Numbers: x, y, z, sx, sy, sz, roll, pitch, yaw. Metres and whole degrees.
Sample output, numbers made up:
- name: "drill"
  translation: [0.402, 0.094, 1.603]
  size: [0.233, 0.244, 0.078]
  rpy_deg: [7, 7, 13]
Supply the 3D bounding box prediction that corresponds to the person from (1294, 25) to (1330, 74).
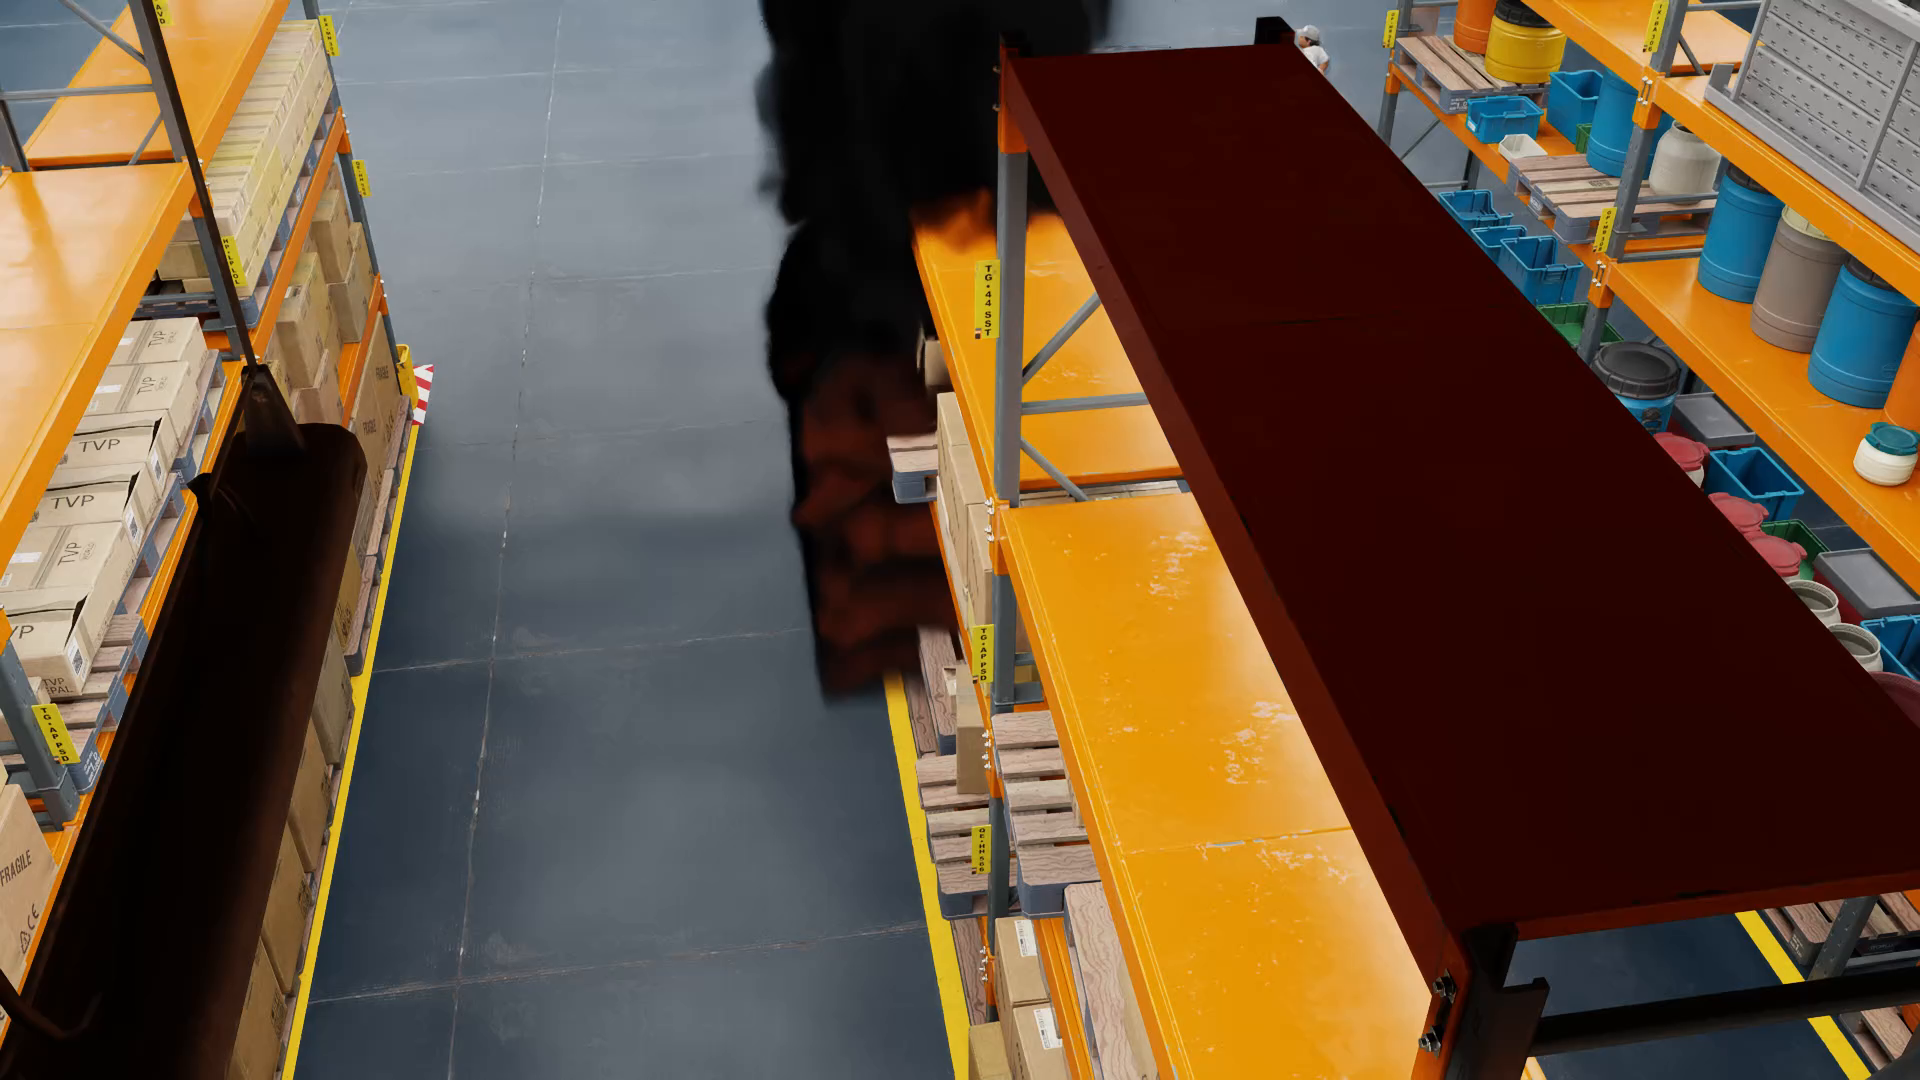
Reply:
- name: "person"
  translation: [3.850, -5.004, 18.881]
  size: [0.690, 1.708, 0.575]
  rpy_deg: [8, 37, 10]
